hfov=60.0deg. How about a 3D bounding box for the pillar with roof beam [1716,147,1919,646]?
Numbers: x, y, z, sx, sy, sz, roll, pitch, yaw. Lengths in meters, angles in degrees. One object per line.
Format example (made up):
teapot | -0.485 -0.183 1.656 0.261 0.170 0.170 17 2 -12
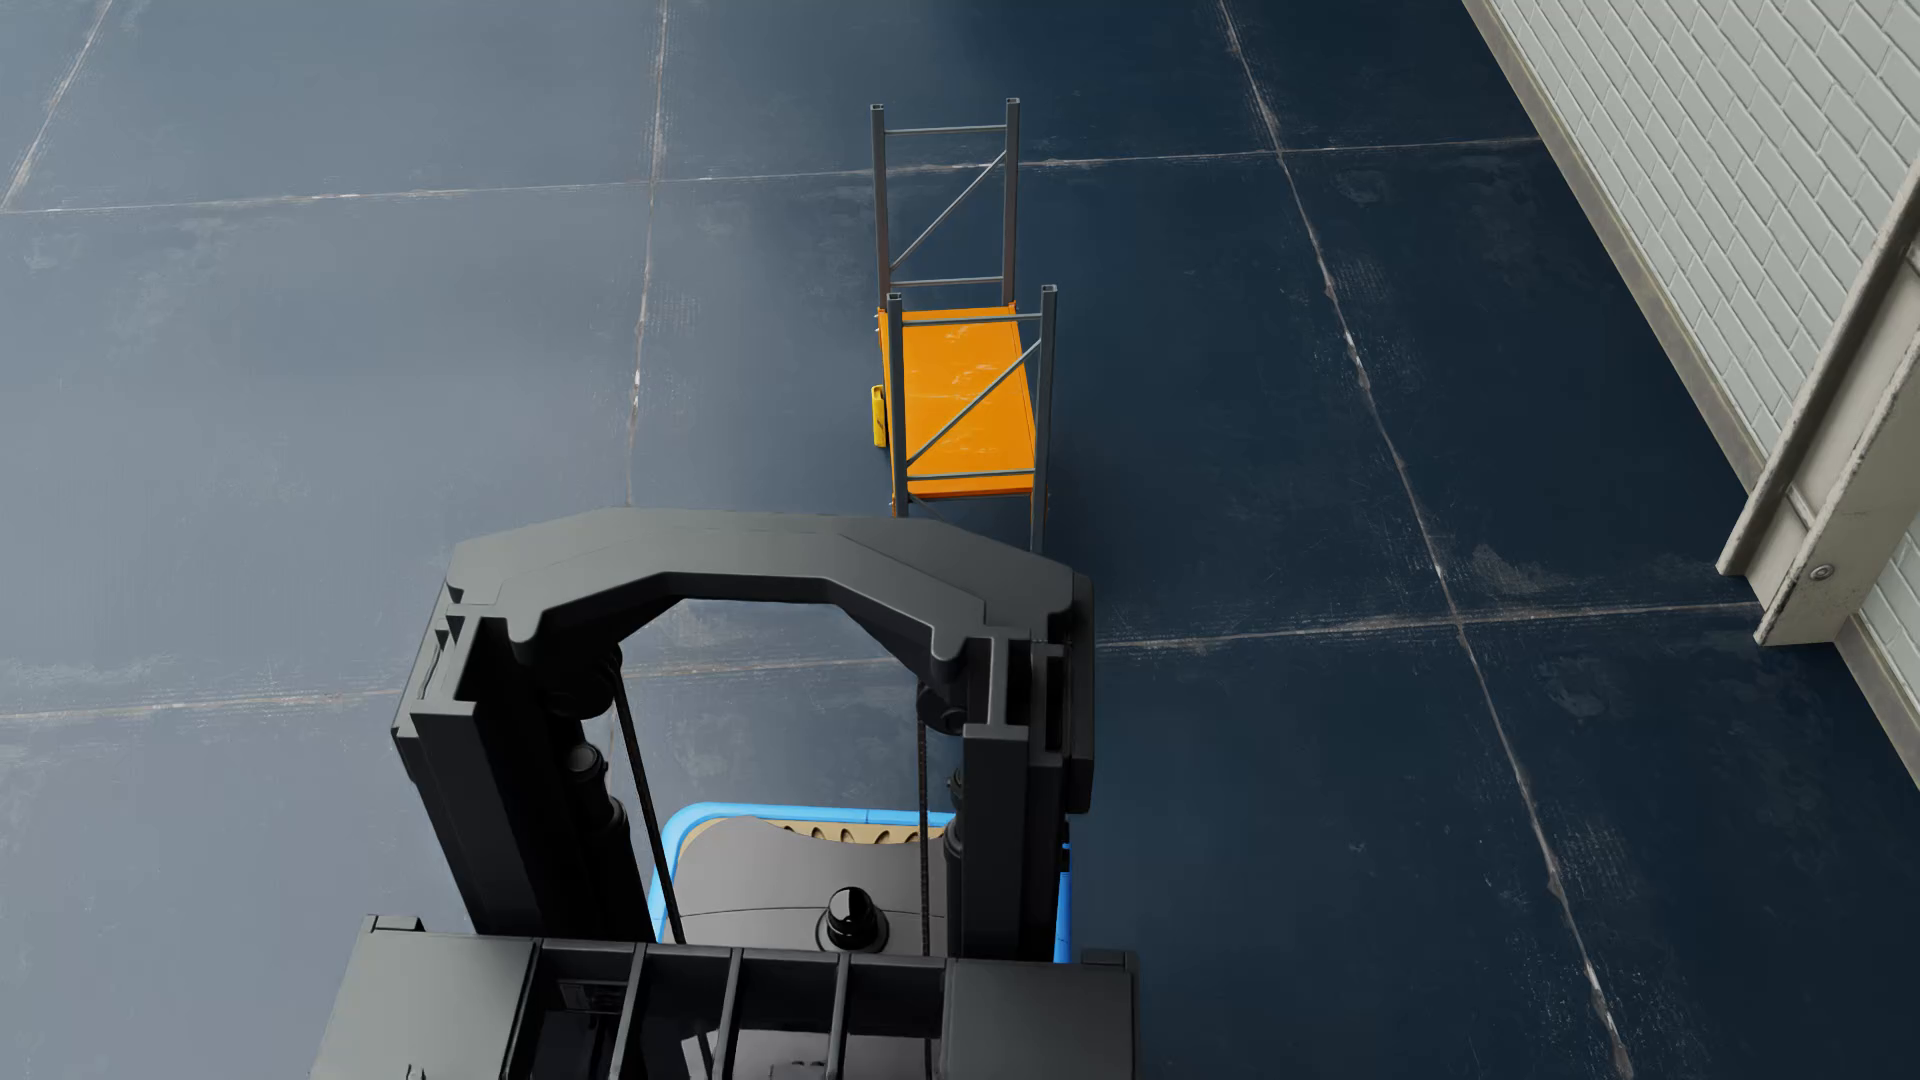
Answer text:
pillar with roof beam | -1.321 -2.610 2.524 9.100 9.000 0.400 -3 47 -3

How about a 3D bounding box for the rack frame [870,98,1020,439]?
rack frame | -0.050 -0.945 6.112 0.500 1.500 0.032 -3 47 -3

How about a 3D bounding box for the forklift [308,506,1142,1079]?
forklift | -0.310 1.472 2.837 1.130 2.935 3.031 2 47 2

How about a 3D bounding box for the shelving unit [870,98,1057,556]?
shelving unit | -0.006 -0.571 5.758 0.587 1.500 1.083 -3 47 -3

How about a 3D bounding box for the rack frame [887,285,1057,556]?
rack frame | 0.035 -0.210 5.416 0.500 1.500 0.032 -3 47 -3

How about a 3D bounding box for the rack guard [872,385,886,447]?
rack guard | -0.048 -0.501 6.553 0.587 0.250 0.087 -3 47 -3

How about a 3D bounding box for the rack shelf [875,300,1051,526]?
rack shelf | -0.007 -0.454 5.895 0.538 0.185 1.000 -3 47 -3
